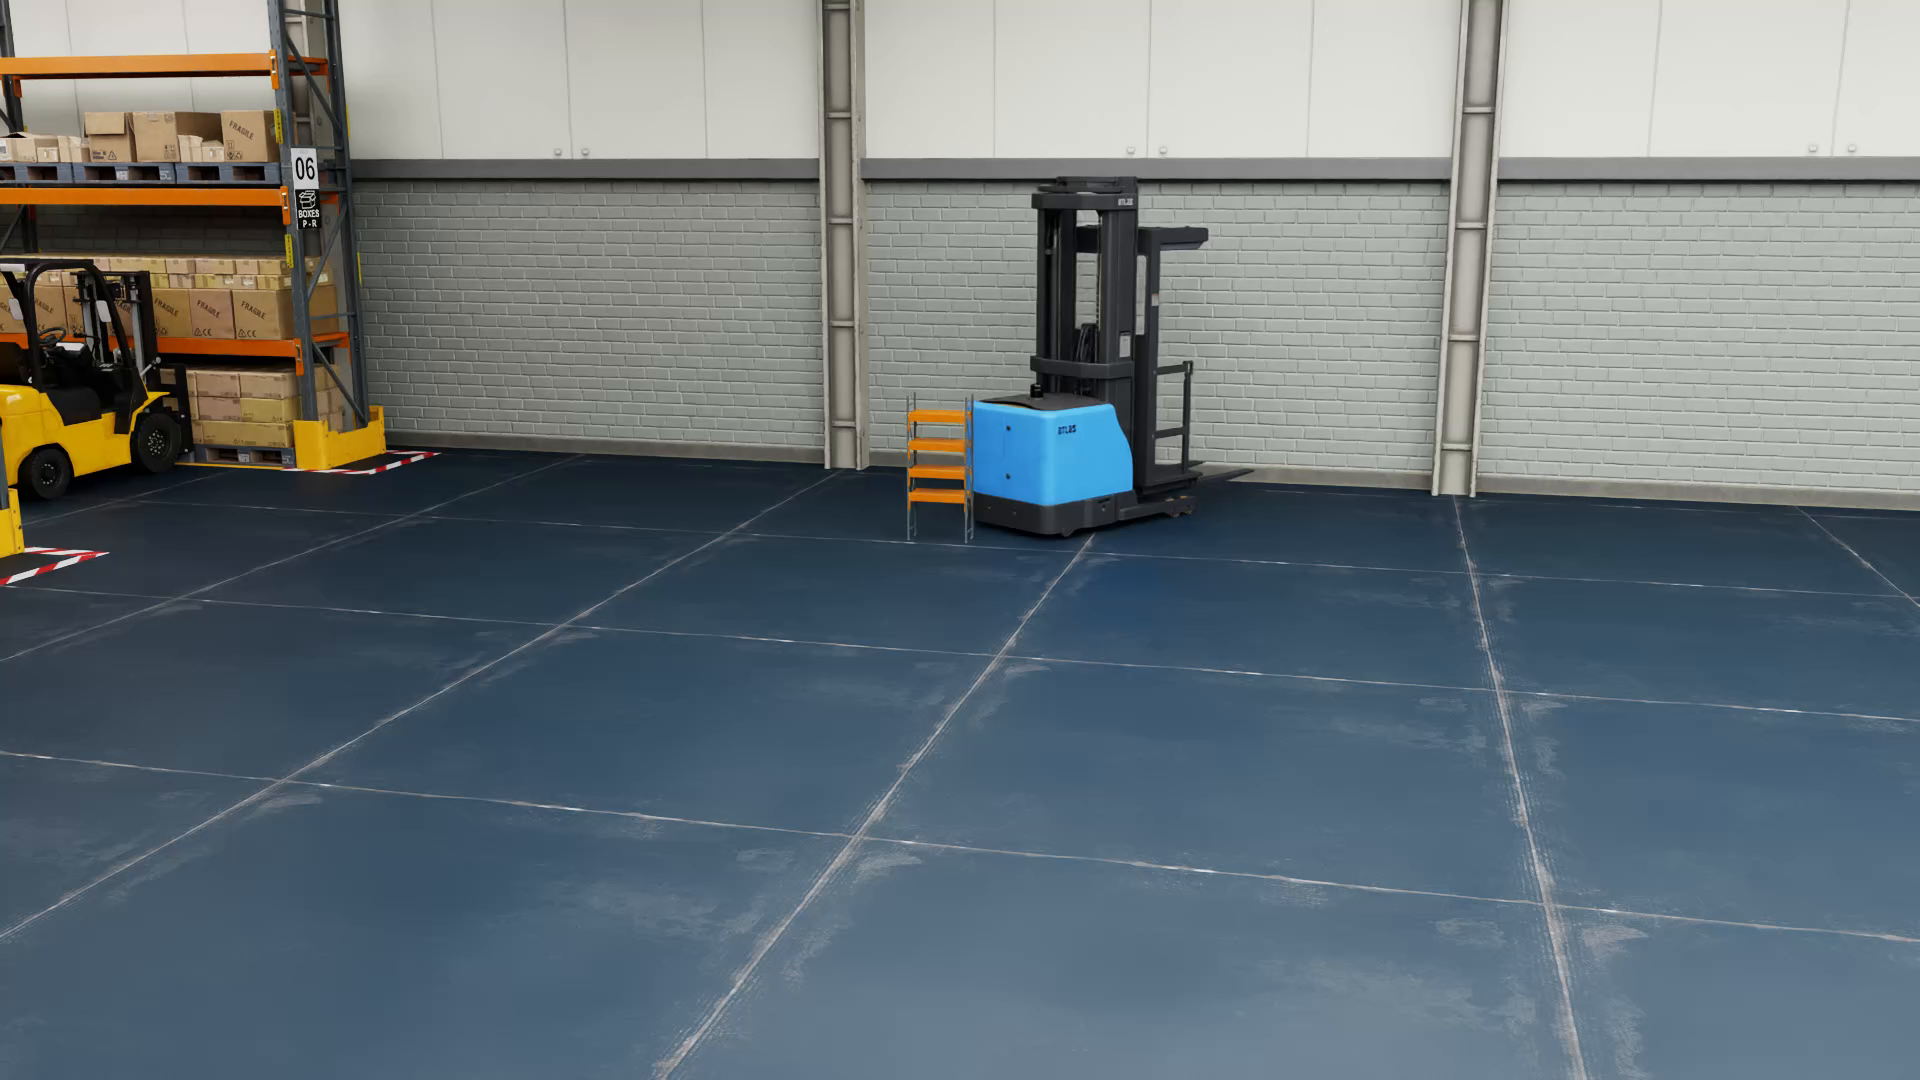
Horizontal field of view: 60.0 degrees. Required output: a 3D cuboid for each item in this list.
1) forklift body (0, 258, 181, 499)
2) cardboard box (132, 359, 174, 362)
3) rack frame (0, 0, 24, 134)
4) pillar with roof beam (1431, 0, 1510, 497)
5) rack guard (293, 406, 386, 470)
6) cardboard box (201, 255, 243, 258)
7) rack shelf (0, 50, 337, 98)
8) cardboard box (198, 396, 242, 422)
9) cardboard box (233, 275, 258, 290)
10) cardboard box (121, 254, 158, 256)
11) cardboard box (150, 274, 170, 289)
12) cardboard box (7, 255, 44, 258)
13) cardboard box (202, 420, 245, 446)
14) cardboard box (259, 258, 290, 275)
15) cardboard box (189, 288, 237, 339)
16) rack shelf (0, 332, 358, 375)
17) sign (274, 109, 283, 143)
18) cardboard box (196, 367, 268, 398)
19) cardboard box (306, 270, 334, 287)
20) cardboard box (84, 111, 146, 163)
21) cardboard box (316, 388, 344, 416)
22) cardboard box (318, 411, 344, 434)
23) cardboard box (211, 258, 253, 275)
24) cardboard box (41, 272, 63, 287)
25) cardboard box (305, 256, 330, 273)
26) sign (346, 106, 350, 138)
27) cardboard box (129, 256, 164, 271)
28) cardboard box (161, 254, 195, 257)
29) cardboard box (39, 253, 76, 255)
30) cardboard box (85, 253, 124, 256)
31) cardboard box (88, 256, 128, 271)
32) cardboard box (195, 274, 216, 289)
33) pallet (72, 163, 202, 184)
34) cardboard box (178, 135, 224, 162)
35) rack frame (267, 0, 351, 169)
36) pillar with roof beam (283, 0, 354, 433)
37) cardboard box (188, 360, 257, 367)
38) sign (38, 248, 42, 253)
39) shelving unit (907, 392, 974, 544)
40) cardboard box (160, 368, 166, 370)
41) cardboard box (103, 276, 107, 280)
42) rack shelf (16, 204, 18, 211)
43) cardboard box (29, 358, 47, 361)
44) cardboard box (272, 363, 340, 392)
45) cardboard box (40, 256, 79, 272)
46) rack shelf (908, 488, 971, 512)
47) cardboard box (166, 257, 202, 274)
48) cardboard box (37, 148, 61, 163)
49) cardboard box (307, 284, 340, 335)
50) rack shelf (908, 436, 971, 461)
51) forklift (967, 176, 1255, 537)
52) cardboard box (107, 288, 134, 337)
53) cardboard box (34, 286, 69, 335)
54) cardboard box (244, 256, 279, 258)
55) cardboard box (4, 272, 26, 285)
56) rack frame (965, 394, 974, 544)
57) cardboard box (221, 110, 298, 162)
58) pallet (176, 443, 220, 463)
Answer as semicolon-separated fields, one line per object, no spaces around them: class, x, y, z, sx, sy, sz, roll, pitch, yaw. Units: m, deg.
forklift body;-8.804;-1.606;16.008;1.214;2.155;2.313;3;13;14
cardboard box;-8.902;-1.827;18.114;0.500;0.250;0.500;3;13;14
rack frame;-10.410;-5.442;17.487;0.127;3.000;1.000;3;13;14
pillar with roof beam;3.633;-3.932;10.681;0.400;9.000;9.100;3;13;14
rack guard;-6.503;-1.084;17.466;0.348;0.500;1.175;3;13;14
cardboard box;-7.805;-2.935;17.620;0.250;0.149;0.380;3;13;15
rack shelf;-8.468;-4.792;17.141;4.000;0.370;1.077;3;13;14
cardboard box;-7.558;-1.400;17.344;0.500;0.250;0.500;3;13;13
cardboard box;-7.185;-2.637;16.967;0.250;0.149;0.380;3;13;14
cardboard box;-8.792;-2.998;17.905;0.250;0.149;0.380;3;13;13
cardboard box;-8.181;-2.692;17.213;0.250;0.149;0.380;3;13;14
cardboard box;-9.891;-2.954;17.709;0.250;0.149;0.380;3;13;14
cardboard box;-7.539;-1.154;17.389;0.500;0.250;0.500;3;13;14
cardboard box;-6.924;-2.791;16.972;0.250;0.149;0.380;3;13;14
cardboard box;-7.568;-2.354;17.187;0.500;0.500;0.500;3;13;15
rack shelf;-8.468;-2.058;17.747;4.000;0.370;1.077;3;13;14
sign;-6.670;-4.050;16.278;0.005;0.325;0.100;3;13;14
cardboard box;-7.545;-1.640;17.271;0.500;0.250;0.500;3;13;15
cardboard box;-6.793;-2.743;17.445;0.250;0.149;0.380;3;13;12
cardboard box;-8.544;-4.159;17.189;0.637;0.503;0.797;3;13;15
cardboard box;-6.933;-1.481;17.706;0.500;0.250;0.500;3;13;15
cardboard box;-6.956;-1.235;17.754;0.500;0.250;0.500;3;13;14
cardboard box;-7.432;-2.805;17.036;0.250;0.149;0.380;3;13;15
cardboard box;-9.430;-2.758;17.510;0.250;0.149;0.380;3;13;15
cardboard box;-6.801;-2.879;17.369;0.250;0.149;0.380;3;13;12
sign;-6.387;-4.352;17.298;0.005;0.325;0.100;3;13;14
cardboard box;-8.415;-2.869;17.325;0.250;0.149;0.380;3;13;14
cardboard box;-8.296;-2.965;17.758;0.250;0.149;0.380;3;13;14
cardboard box;-9.794;-3.049;18.137;0.250;0.149;0.380;3;13;12
cardboard box;-9.275;-3.039;18.089;0.250;0.149;0.380;3;13;12
cardboard box;-8.901;-2.895;17.442;0.250;0.149;0.380;3;13;13
cardboard box;-7.660;-2.679;17.155;0.250;0.149;0.380;3;13;13
pallet;-8.395;-3.832;17.359;1.213;0.211;1.003;3;13;14
cardboard box;-7.650;-3.951;16.800;0.258;0.266;0.396;3;13;14
rack frame;-6.526;-5.235;16.551;0.127;3.000;1.000;3;13;14
pillar with roof beam;-8.018;-4.555;13.488;0.400;9.000;9.100;3;13;14
cardboard box;-7.916;-1.775;17.878;0.500;0.250;0.500;3;13;13
sign;-10.278;-3.091;18.561;0.005;0.325;0.100;3;13;14
shelving unit;-0.161;-0.594;13.642;0.503;1.200;0.258;3;13;14
cardboard box;-8.527;-1.692;17.505;0.500;0.250;0.500;3;13;12
cardboard box;-8.927;-2.735;17.405;0.250;0.149;0.380;3;13;12
rack shelf;-12.351;-3.730;18.358;4.000;0.370;1.077;3;13;14
cardboard box;-9.885;-1.879;18.349;0.500;0.250;0.500;3;13;15
cardboard box;-6.947;-1.721;17.637;0.500;0.250;0.500;3;13;13
cardboard box;-9.420;-2.904;17.483;0.250;0.149;0.380;3;13;15
rack shelf;-0.161;-0.335;13.700;0.480;0.148;0.258;3;13;14
cardboard box;-7.935;-2.824;17.120;0.250;0.149;0.380;3;13;15
cardboard box;-9.301;-3.982;17.210;0.250;0.149;0.380;3;13;15
cardboard box;-6.941;-2.439;17.570;0.500;0.500;0.500;3;13;15
rack shelf;-0.161;-0.747;13.609;0.480;0.148;0.258;3;13;14
forklift;1.457;-1.703;14.641;3.031;2.935;1.130;-12;17;-42
cardboard box;-8.557;-2.404;17.413;0.500;0.500;0.500;3;13;14
cardboard box;-9.532;-2.461;17.669;0.500;0.500;0.500;3;13;15
cardboard box;-7.307;-2.910;17.510;0.250;0.149;0.380;3;13;15
cardboard box;-9.911;-2.794;17.673;0.250;0.149;0.380;3;13;15
rack frame;0.076;-0.582;13.585;0.015;1.200;0.240;3;13;14
cardboard box;-7.014;-4.045;16.682;0.500;0.500;0.500;3;13;15
pallet;-8.459;-1.039;17.930;1.213;0.211;1.003;3;13;14
